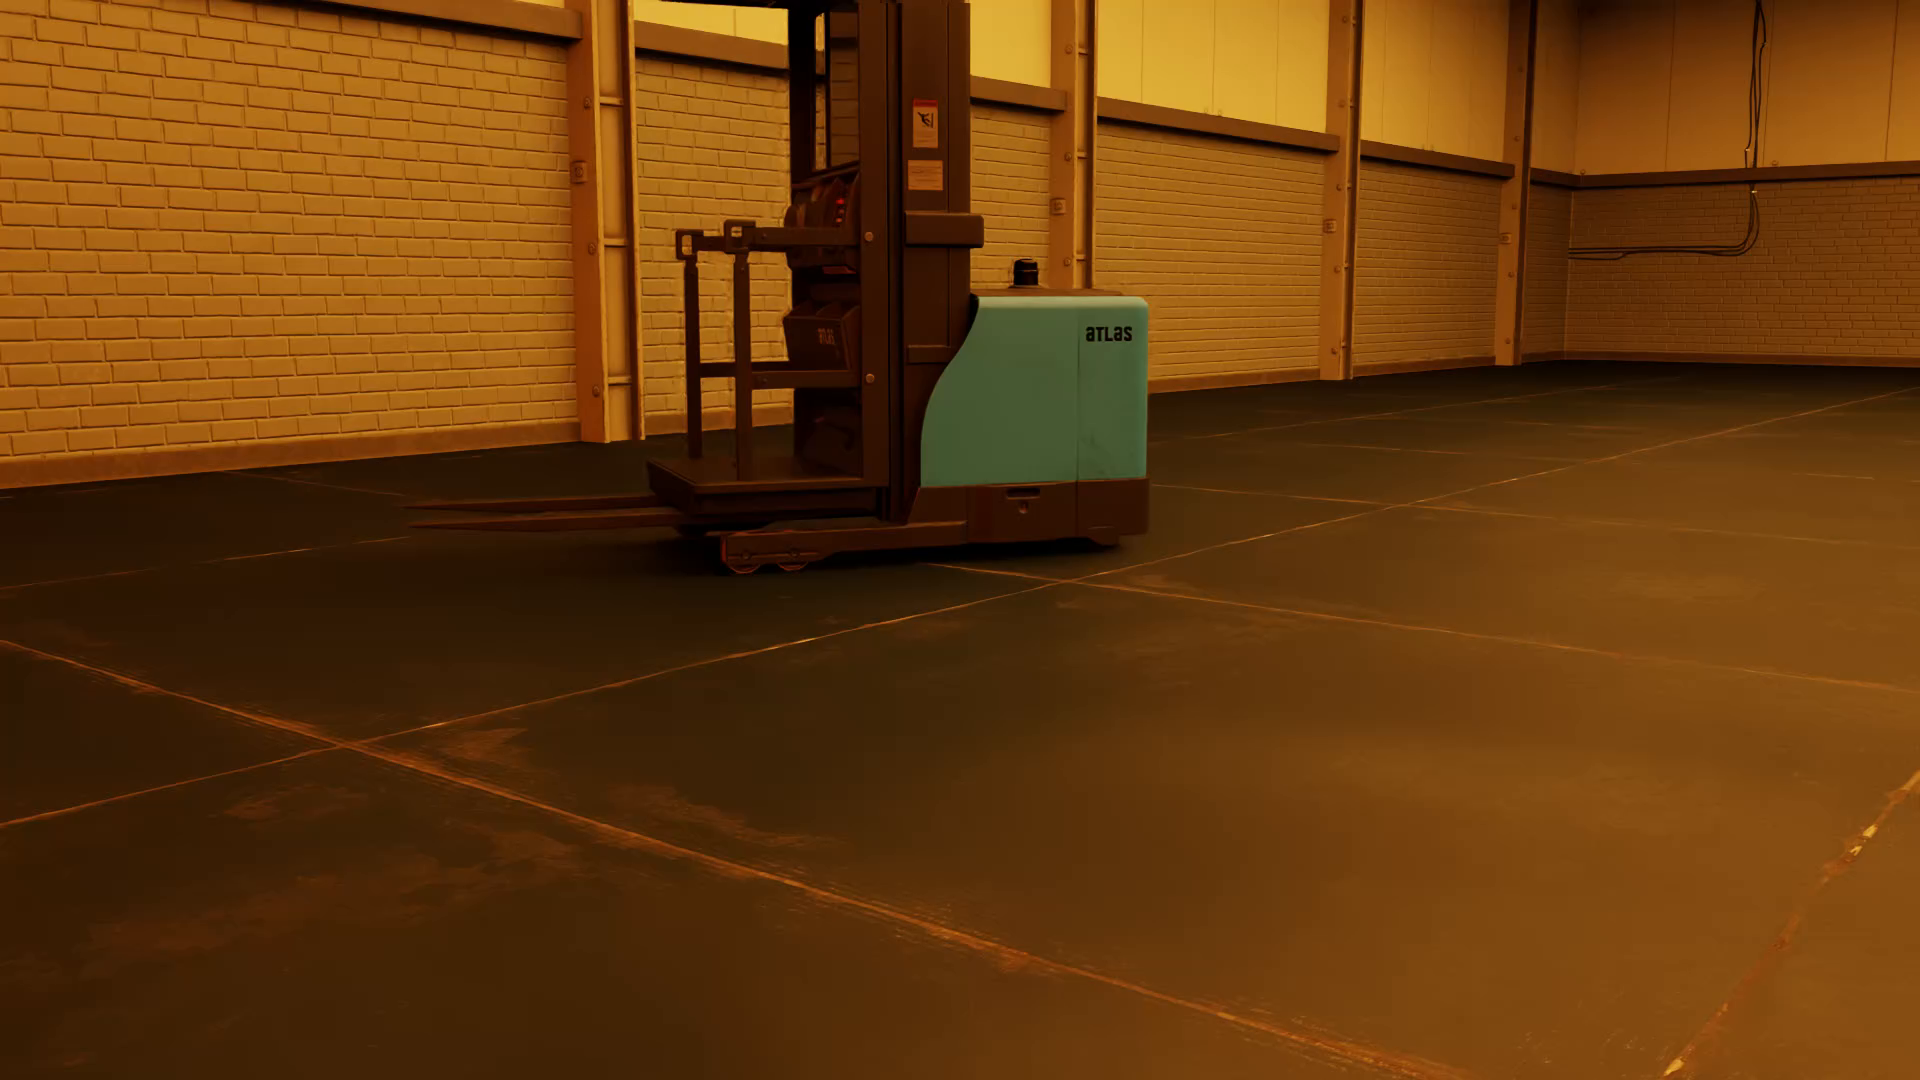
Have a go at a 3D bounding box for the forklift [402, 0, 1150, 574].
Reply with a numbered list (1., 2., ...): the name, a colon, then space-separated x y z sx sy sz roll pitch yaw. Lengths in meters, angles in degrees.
1. forklift: -0.760 -1.403 6.872 3.031 2.935 1.130 -3 9 -20
